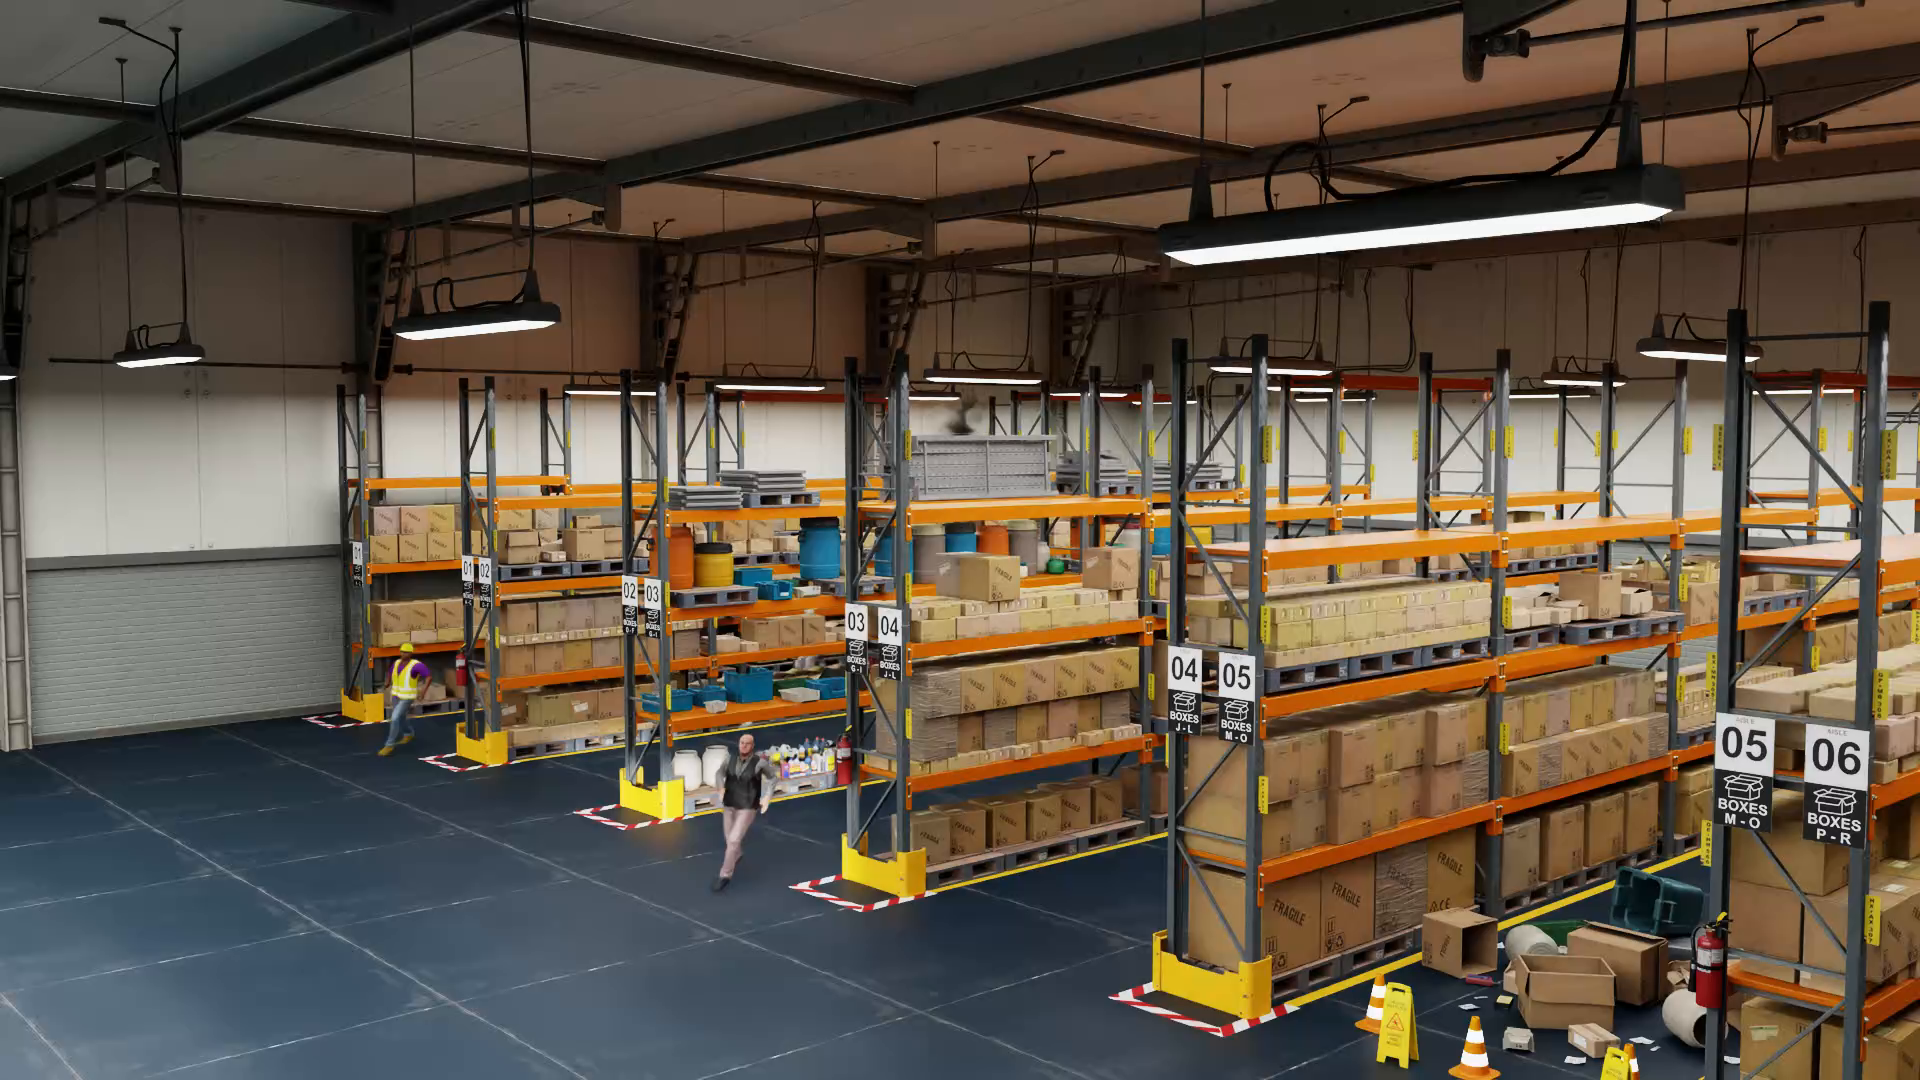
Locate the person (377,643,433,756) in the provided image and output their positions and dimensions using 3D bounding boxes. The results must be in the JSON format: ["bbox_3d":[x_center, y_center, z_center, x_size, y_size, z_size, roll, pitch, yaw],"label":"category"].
[{"bbox_3d":[-8.945,2.531,26.699,0.758,1.766,0.906,2,4,27],"label":"person"}]

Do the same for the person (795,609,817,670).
[{"bbox_3d":[-2.967,2.173,32.424,0.663,1.731,0.633,3,5,42],"label":"person"}]

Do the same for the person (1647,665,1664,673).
[{"bbox_3d":[10.211,2.687,24.372,0.756,1.731,0.705,-4,5,-44],"label":"person"}]

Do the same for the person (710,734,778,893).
[{"bbox_3d":[-2.501,3.065,18.935,0.731,1.720,0.912,1,4,20],"label":"person"}]
